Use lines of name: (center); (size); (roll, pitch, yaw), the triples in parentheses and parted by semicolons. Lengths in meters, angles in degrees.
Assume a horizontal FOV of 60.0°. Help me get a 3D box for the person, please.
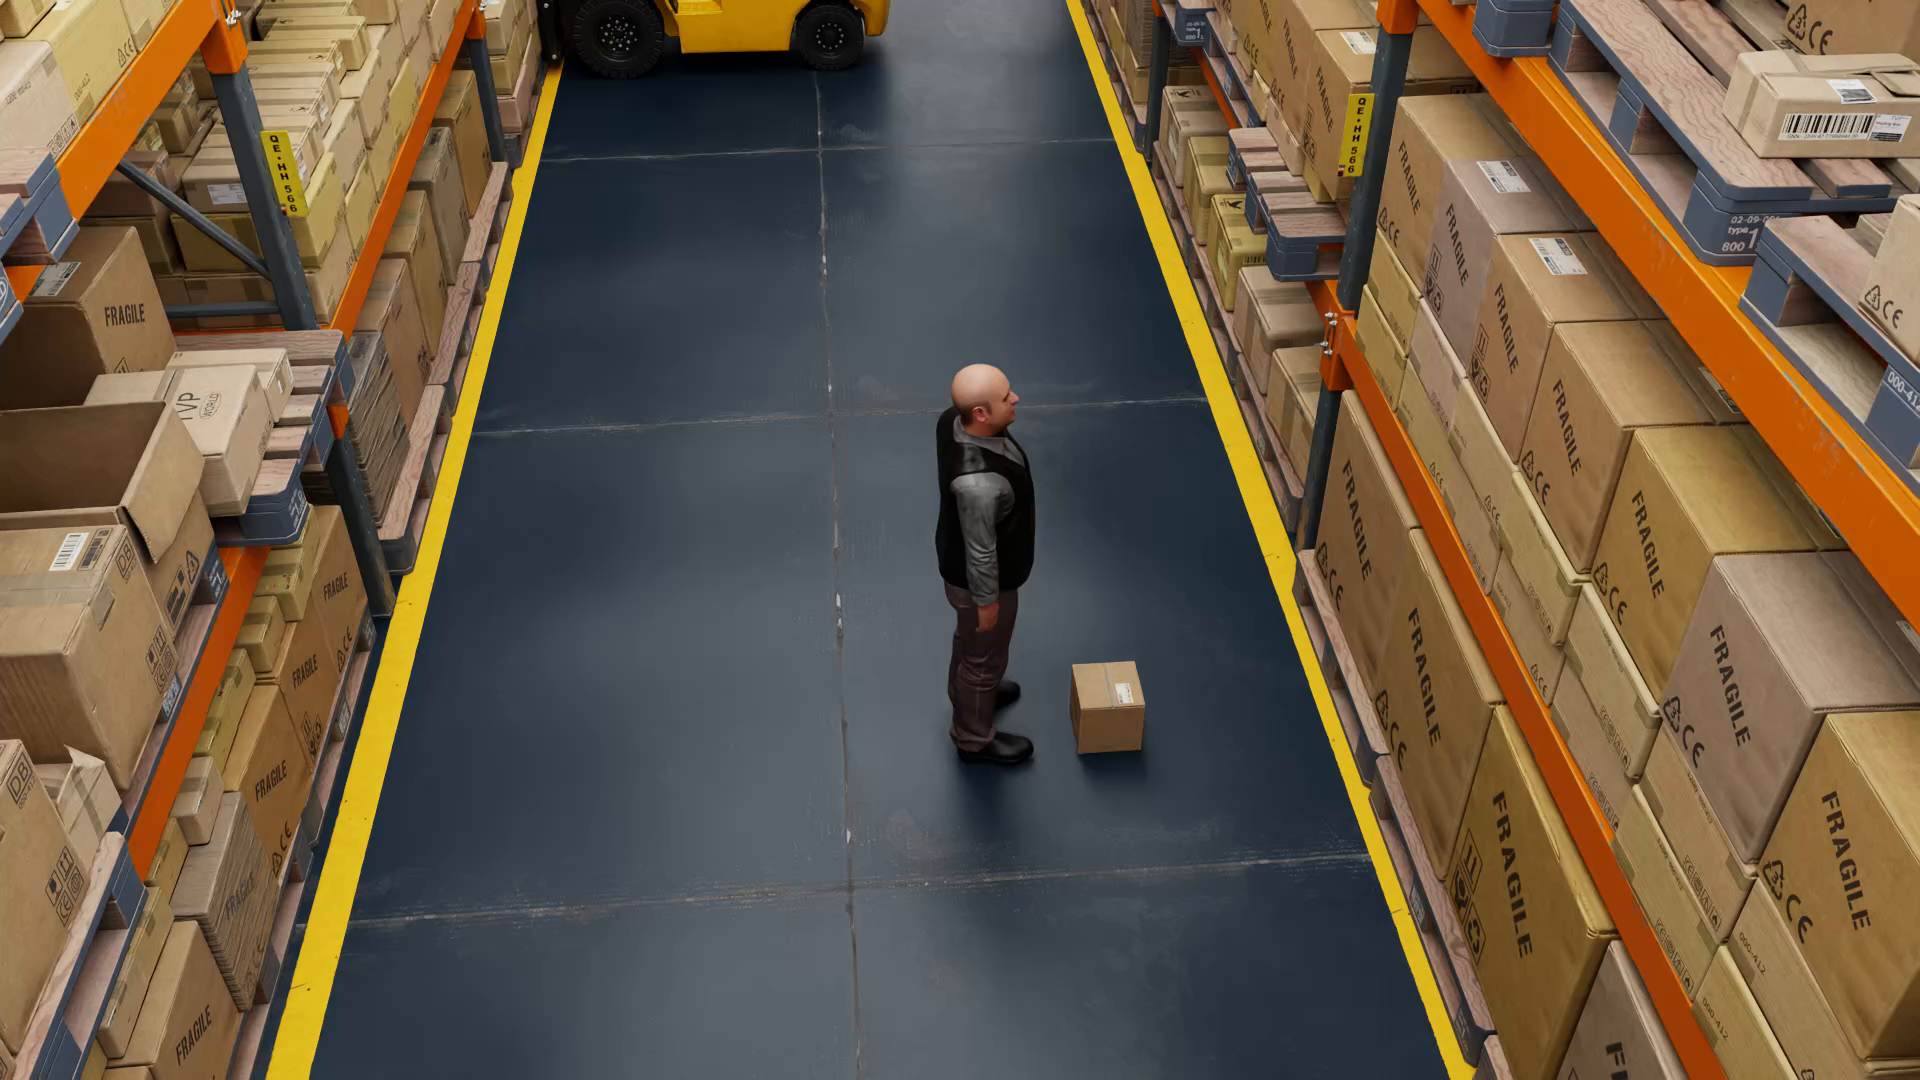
person: (0.096, 0.100, 6.032); (0.364, 1.742, 0.559); (-3, 39, -3)
